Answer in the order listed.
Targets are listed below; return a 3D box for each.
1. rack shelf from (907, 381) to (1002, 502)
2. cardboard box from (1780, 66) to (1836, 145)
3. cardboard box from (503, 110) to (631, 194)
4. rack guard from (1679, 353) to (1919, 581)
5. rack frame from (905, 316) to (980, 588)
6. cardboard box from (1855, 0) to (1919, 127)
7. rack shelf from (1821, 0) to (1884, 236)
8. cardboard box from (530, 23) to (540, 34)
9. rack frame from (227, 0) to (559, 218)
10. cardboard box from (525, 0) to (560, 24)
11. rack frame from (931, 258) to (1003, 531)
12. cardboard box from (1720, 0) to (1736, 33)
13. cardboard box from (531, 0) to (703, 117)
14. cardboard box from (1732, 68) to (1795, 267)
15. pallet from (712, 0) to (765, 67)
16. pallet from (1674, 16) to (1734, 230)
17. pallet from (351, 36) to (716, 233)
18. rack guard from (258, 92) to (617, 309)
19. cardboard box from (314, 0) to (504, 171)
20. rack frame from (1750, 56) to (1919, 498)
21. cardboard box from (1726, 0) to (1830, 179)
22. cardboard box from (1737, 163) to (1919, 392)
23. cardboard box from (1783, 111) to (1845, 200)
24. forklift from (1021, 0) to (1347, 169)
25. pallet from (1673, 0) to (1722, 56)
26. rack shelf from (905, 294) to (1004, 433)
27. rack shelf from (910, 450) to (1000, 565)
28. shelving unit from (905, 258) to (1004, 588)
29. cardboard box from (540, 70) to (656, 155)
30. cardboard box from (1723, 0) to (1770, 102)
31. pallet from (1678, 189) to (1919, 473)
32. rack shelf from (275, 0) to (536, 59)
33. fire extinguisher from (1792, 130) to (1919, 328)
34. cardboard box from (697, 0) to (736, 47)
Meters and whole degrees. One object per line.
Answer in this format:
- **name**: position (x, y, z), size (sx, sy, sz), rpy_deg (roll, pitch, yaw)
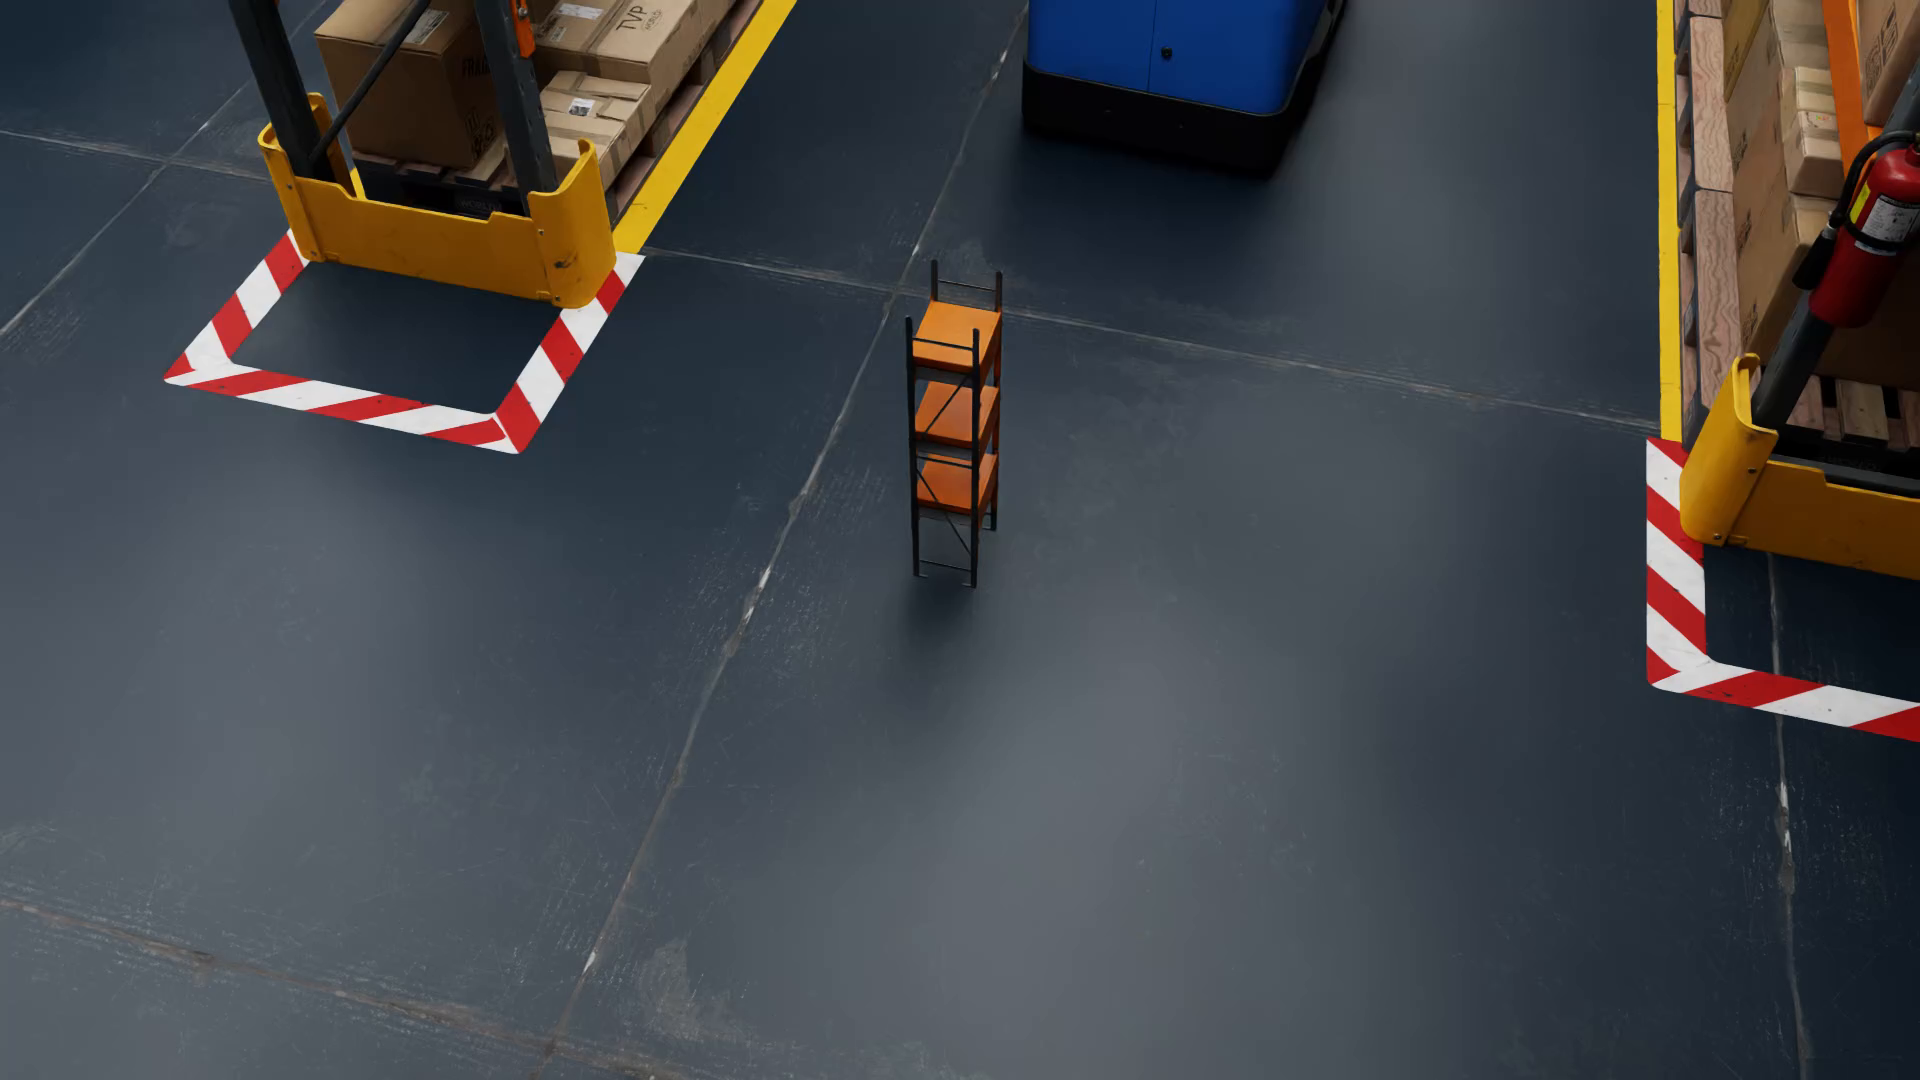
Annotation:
- **rack shelf**: position (-0.014, -0.302, 4.830), size (0.215, 0.259, 0.240), rpy_deg (12, 50, 10)
- **cardboard box**: position (2.906, -1.389, 5.429), size (0.380, 0.149, 0.250), rpy_deg (13, 50, 11)
- **cardboard box**: position (-1.445, -1.434, 6.123), size (0.380, 0.149, 0.250), rpy_deg (12, 50, 10)
- **rack guard**: position (2.887, -0.178, 5.073), size (1.175, 0.500, 0.348), rpy_deg (12, 50, 10)
- **rack frame**: position (-0.046, -0.220, 4.744), size (0.200, 1.050, 0.008), rpy_deg (12, 50, 10)
- **cardboard box**: position (3.018, -1.492, 4.366), size (0.980, 0.700, 0.700), rpy_deg (14, 50, 12)
- **rack shelf**: position (3.420, -2.231, 5.698), size (1.077, 0.370, 4.000), rpy_deg (12, 50, 10)
- **cardboard box**: position (-1.788, -1.922, 6.542), size (0.380, 0.166, 0.250), rpy_deg (12, 50, 10)
- **rack frame**: position (-1.887, -1.997, 5.012), size (1.000, 3.000, 0.127), rpy_deg (12, 50, 10)
- **cardboard box**: position (-1.702, -2.356, 6.869), size (0.500, 0.250, 0.500), rpy_deg (12, 50, 10)
- **rack frame**: position (0.018, -0.397, 4.900), size (0.200, 1.050, 0.008), rpy_deg (12, 50, 10)
- **cardboard box**: position (3.515, -2.344, 6.705), size (0.700, 0.500, 0.500), rpy_deg (11, 50, 10)
- **cardboard box**: position (-1.338, -1.932, 6.495), size (0.500, 0.250, 0.500), rpy_deg (12, 50, 10)
- **cardboard box**: position (3.113, -1.222, 5.715), size (0.700, 0.500, 0.500), rpy_deg (11, 50, 10)
- **pallet**: position (-1.335, -2.586, 7.392), size (1.003, 0.211, 1.213), rpy_deg (12, 50, 10)
- **pallet**: position (3.351, -1.573, 6.498), size (1.003, 0.211, 1.213), rpy_deg (12, 50, 10)
- **pallet**: position (-1.658, -1.706, 6.615), size (1.003, 0.211, 1.213), rpy_deg (12, 50, 10)
- **rack guard**: position (-1.867, -1.225, 5.998), size (1.175, 0.500, 0.348), rpy_deg (12, 50, 10)
- **cardboard box**: position (-1.981, -1.757, 6.174), size (0.500, 0.500, 0.500), rpy_deg (12, 50, 10)
- **rack frame**: position (2.893, -1.022, 4.152), size (1.000, 3.000, 0.127), rpy_deg (12, 50, 10)
- **cardboard box**: position (3.245, -1.586, 6.036), size (0.700, 0.500, 0.500), rpy_deg (10, 49, 9)
- **cardboard box**: position (2.981, -0.860, 5.396), size (0.700, 0.500, 0.500), rpy_deg (12, 50, 10)
- **cardboard box**: position (2.839, -1.204, 5.266), size (0.380, 0.149, 0.250), rpy_deg (11, 49, 10)
- **forklift**: position (1.221, -3.533, 6.414), size (1.130, 2.935, 3.031), rpy_deg (15, 50, 13)
- **pallet**: position (3.671, -2.458, 7.279), size (1.003, 0.211, 1.213), rpy_deg (12, 50, 10)
- **rack shelf**: position (-0.014, -0.489, 4.617), size (0.215, 0.259, 0.240), rpy_deg (12, 50, 10)
- **rack shelf**: position (-0.014, -0.118, 5.039), size (0.215, 0.259, 0.240), rpy_deg (12, 50, 10)
- **shelving unit**: position (-0.014, -0.309, 4.822), size (0.215, 1.050, 0.252), rpy_deg (12, 50, 10)
- **cardboard box**: position (-1.379, -1.621, 6.276), size (0.380, 0.166, 0.250), rpy_deg (12, 50, 10)
- **cardboard box**: position (3.378, -1.973, 6.378), size (0.700, 0.500, 0.500), rpy_deg (13, 50, 11)
- **pallet**: position (3.028, -0.693, 5.721), size (1.003, 0.211, 1.213), rpy_deg (12, 50, 10)
- **rack shelf**: position (-1.360, -3.206, 6.558), size (1.077, 0.370, 4.000), rpy_deg (12, 50, 10)
- **fire extinguisher**: position (2.409, -0.855, 4.304), size (0.296, 0.674, 0.183), rpy_deg (12, 50, 10)
- **cardboard box**: position (-1.207, -2.293, 6.814), size (0.500, 0.250, 0.500), rpy_deg (12, 50, 10)
